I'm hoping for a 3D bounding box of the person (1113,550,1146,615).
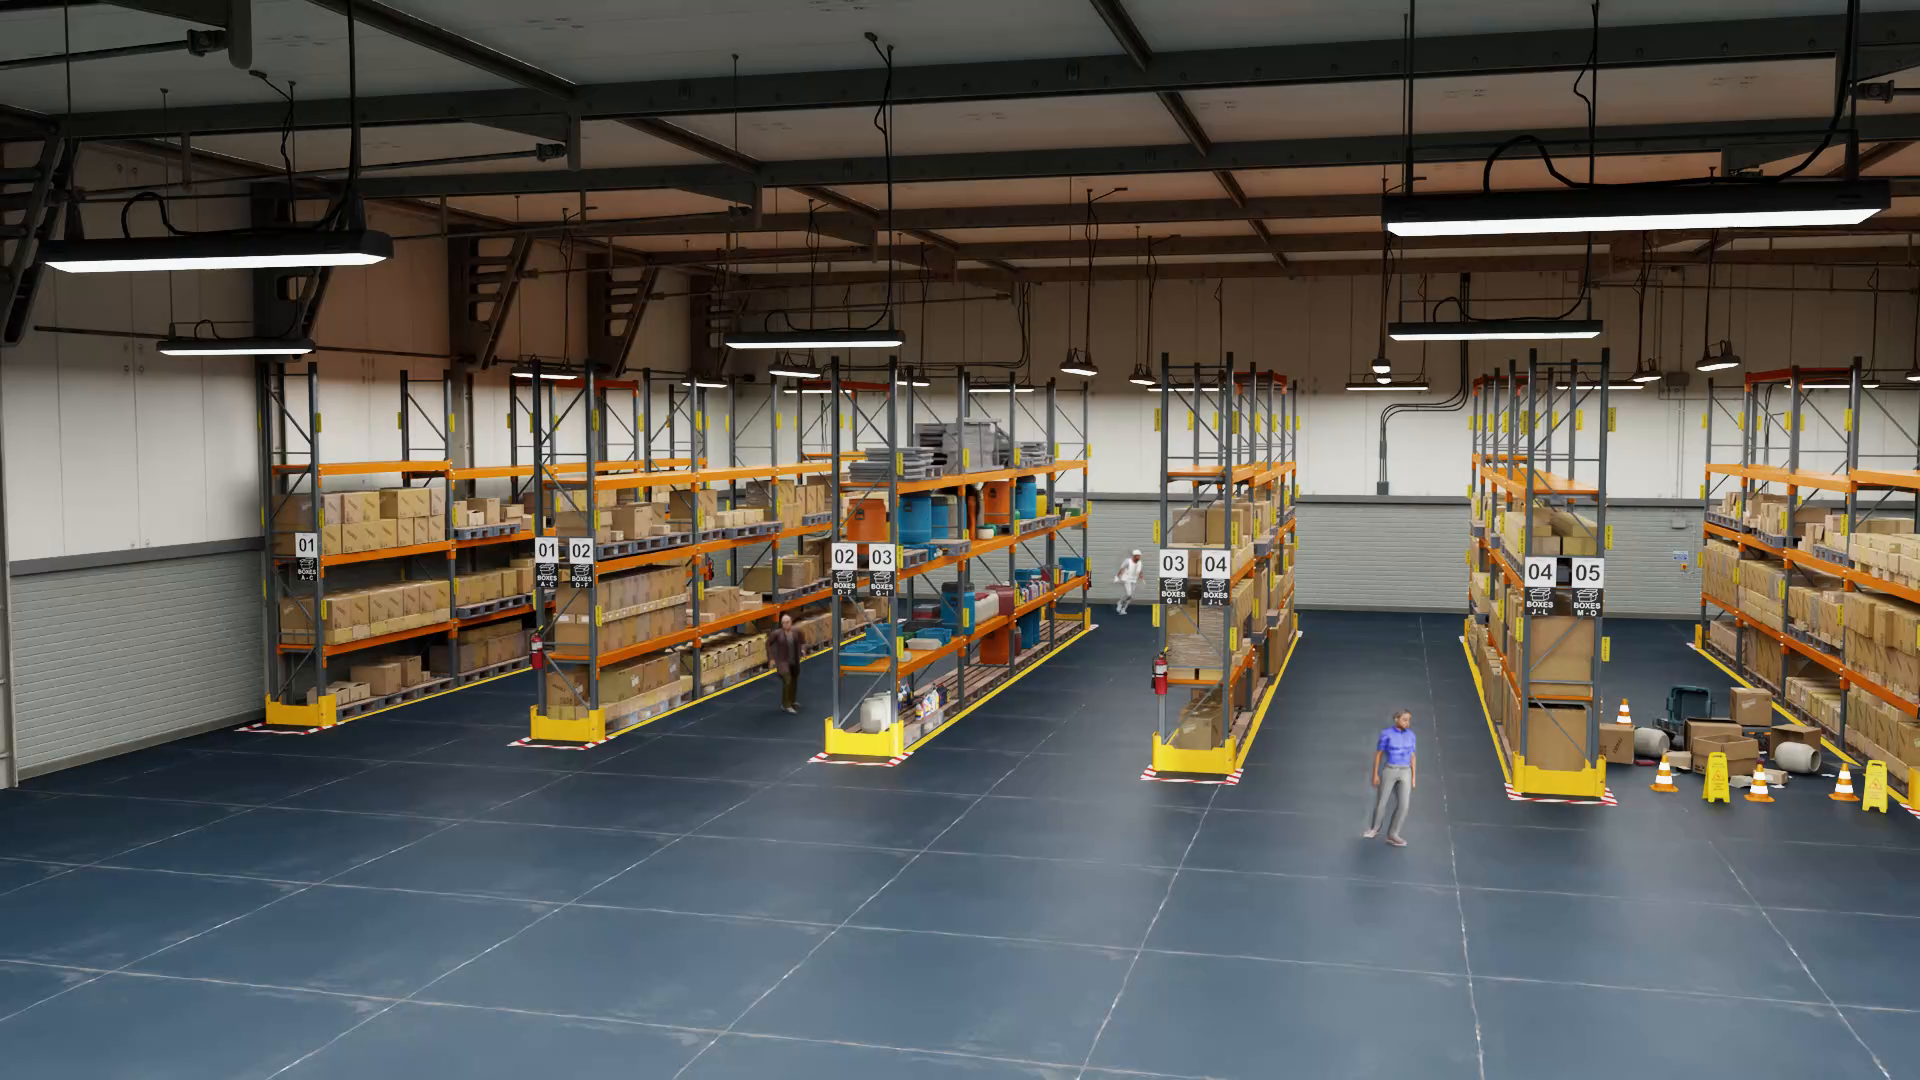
[{"bbox_3d":[4.436,1.097,43.289,0.687,1.706,0.698,-3,5,-35],"label":"person"}]

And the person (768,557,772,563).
[{"bbox_3d":[-4.412,1.293,40.228,0.665,1.814,0.812,2,4,24],"label":"person"}]

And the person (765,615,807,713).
[{"bbox_3d":[-2.959,2.200,28.831,0.710,1.642,0.876,-3,5,-37],"label":"person"}]

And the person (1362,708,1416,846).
[{"bbox_3d":[5.107,2.794,19.782,0.586,1.640,0.461,-1,4,-9],"label":"person"}]
